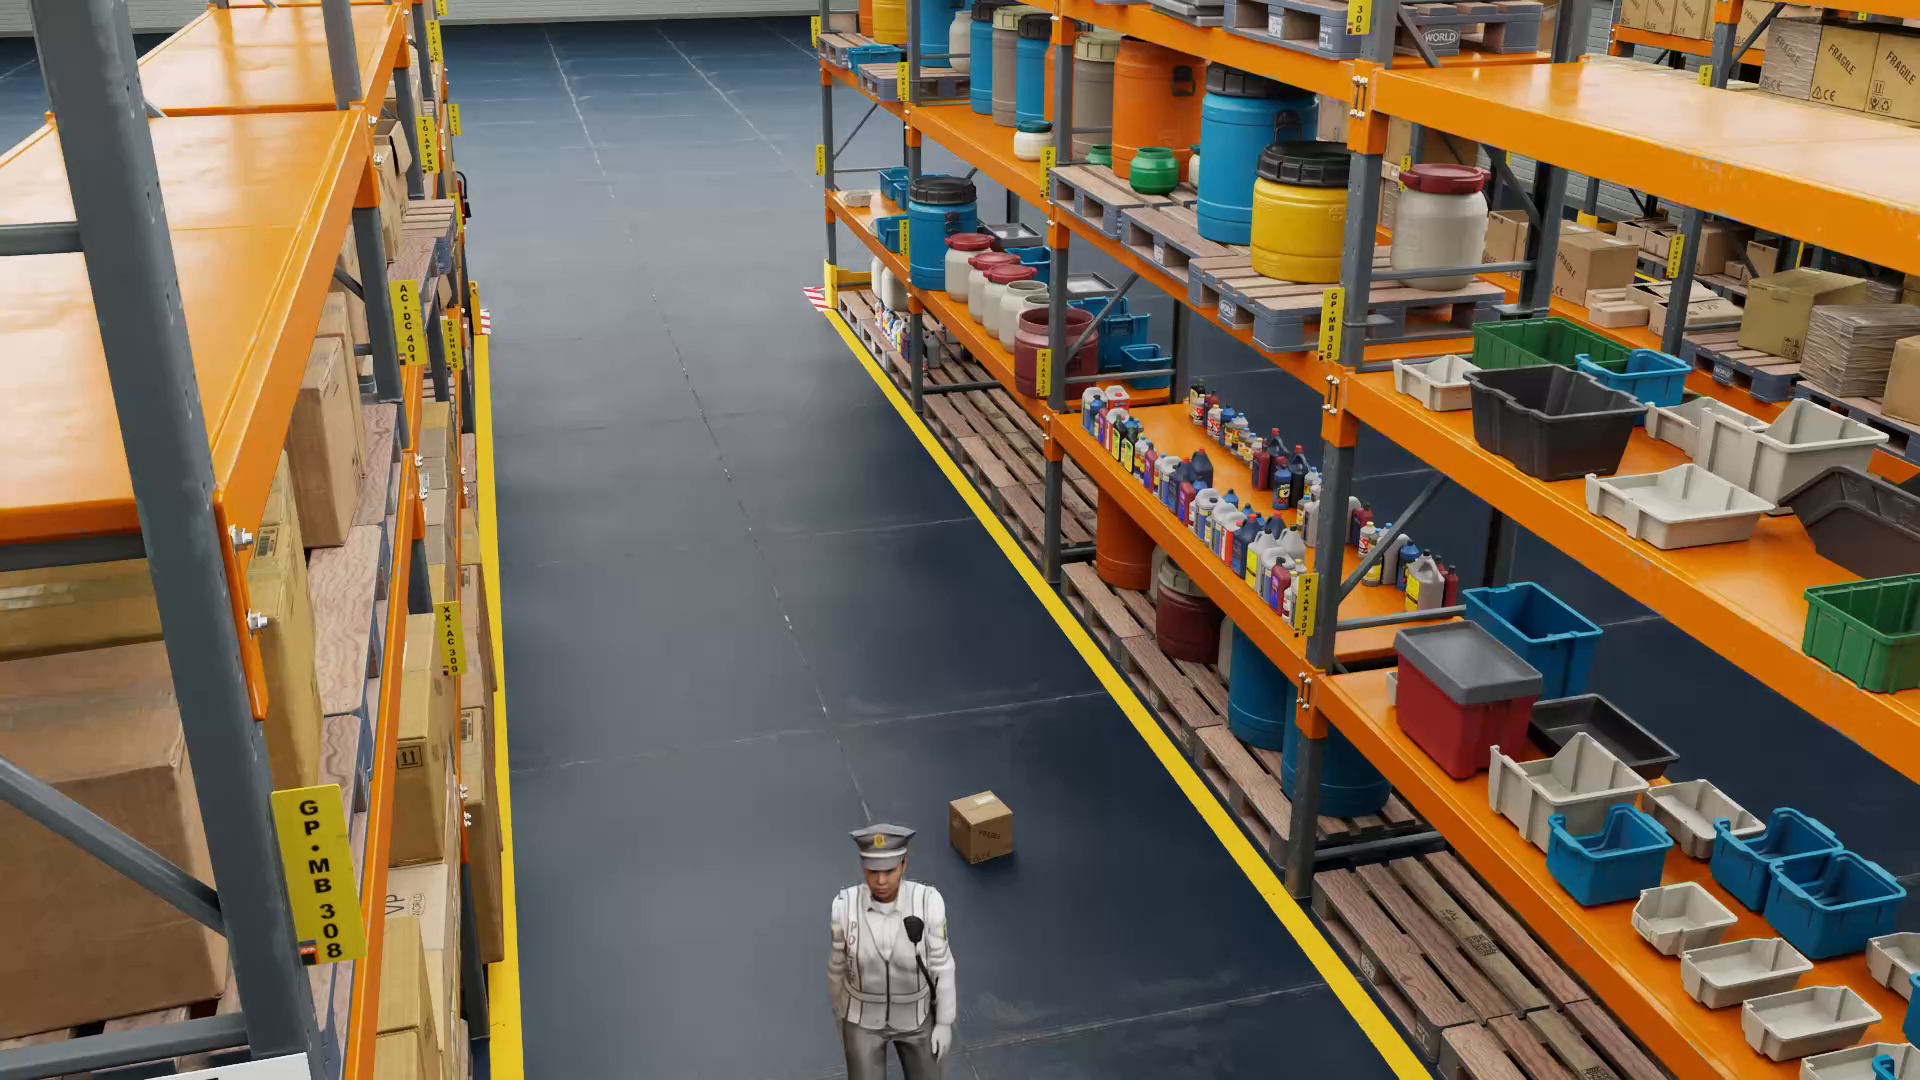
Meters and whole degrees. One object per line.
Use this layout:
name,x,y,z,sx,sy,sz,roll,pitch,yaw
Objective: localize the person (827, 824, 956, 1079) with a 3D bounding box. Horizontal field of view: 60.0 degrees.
person,-0.261,1.782,6.376,0.486,1.678,0.669,-1,23,-2
